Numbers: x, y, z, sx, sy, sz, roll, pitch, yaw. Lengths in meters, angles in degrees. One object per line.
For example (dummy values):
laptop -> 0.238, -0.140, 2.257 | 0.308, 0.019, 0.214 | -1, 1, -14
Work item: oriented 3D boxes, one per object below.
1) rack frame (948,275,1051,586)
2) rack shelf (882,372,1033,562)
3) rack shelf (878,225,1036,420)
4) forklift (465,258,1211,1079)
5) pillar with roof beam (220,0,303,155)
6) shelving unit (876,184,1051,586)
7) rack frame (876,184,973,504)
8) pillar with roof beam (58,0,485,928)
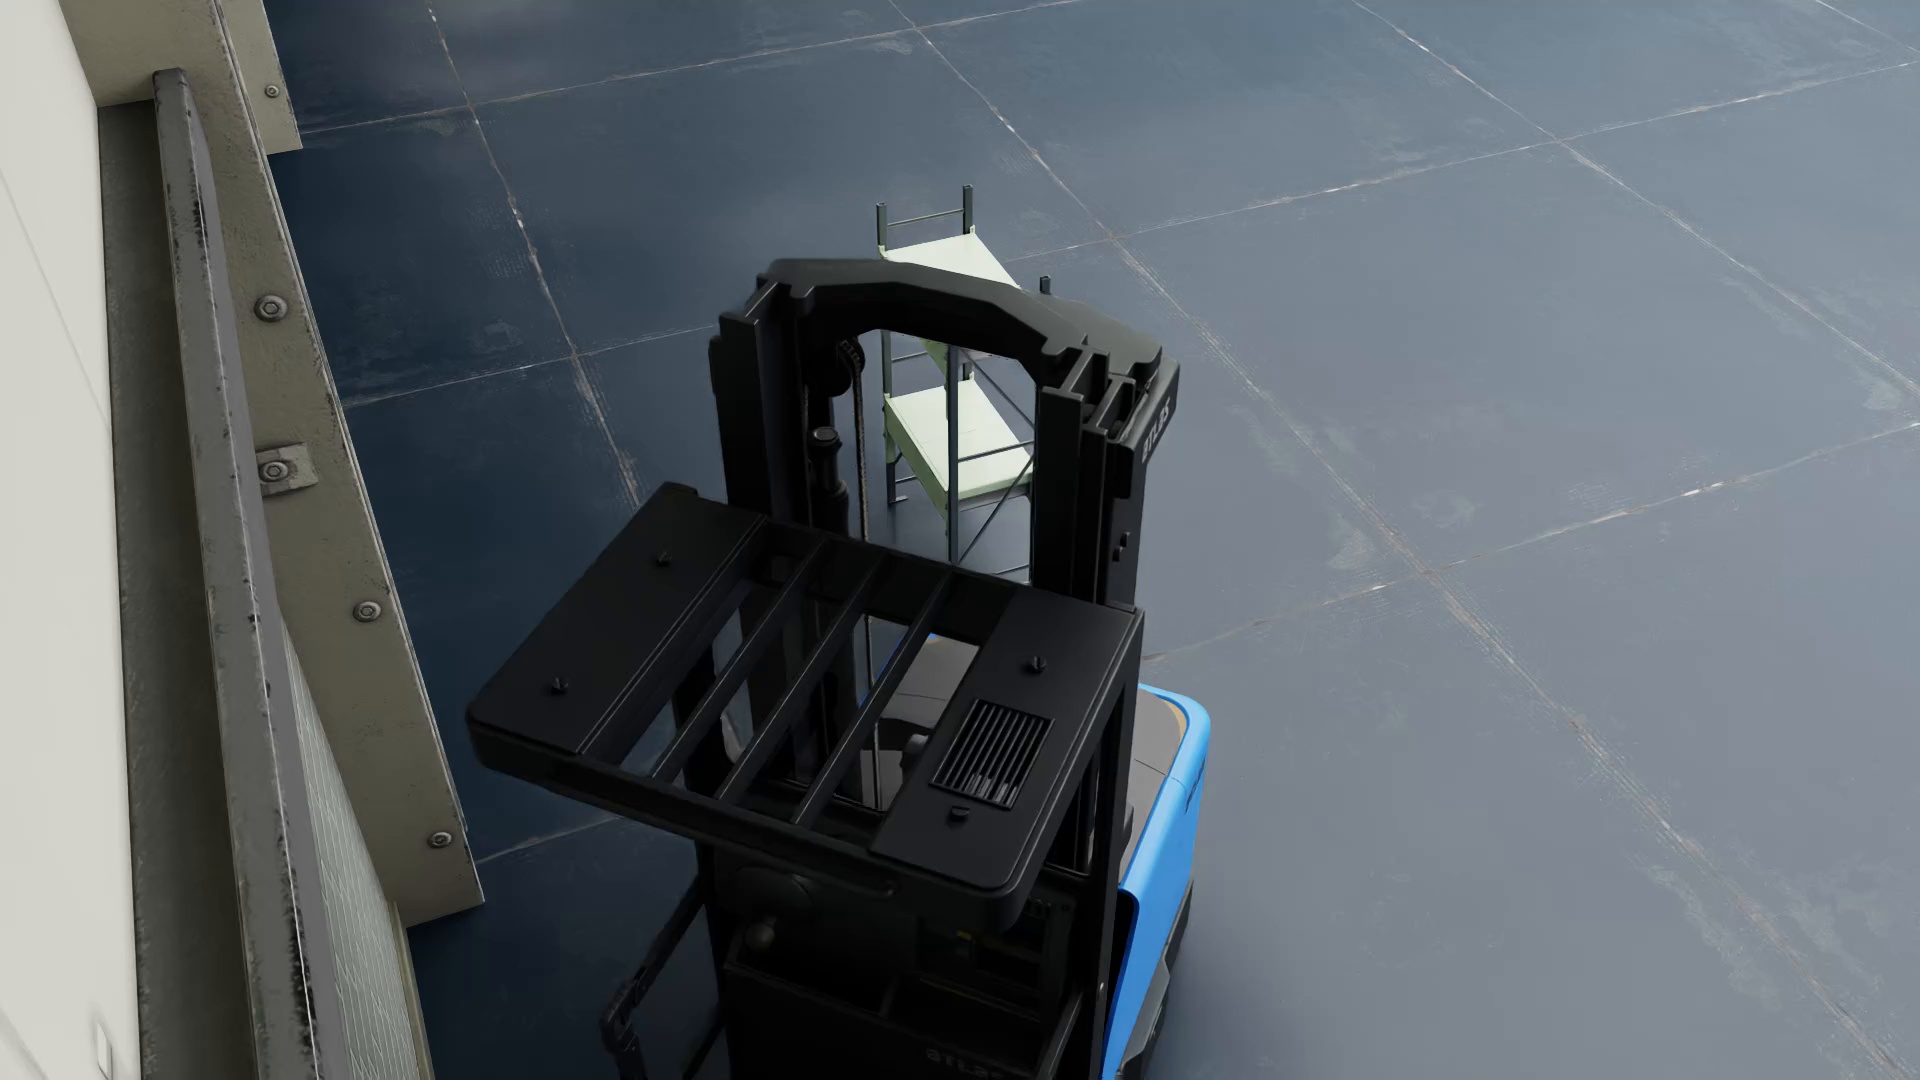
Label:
rack frame -> 0.143, -0.344, 6.500 | 0.400, 1.500, 0.023 | -15, 43, -17
rack shelf -> 0.003, -0.317, 6.969 | 0.431, 0.370, 0.720 | -15, 43, -17
rack shelf -> 0.003, -0.861, 6.502 | 0.431, 0.370, 0.720 | -15, 43, -17
forklift -> -0.251, 0.965, 3.879 | 1.130, 2.935, 3.031 | 15, 43, 17
pillar with roof beam -> -0.188, -6.919, 8.394 | 9.100, 9.000, 0.400 | -15, 43, -17
shelving unit -> 0.003, -0.565, 6.756 | 0.431, 1.500, 0.755 | -15, 43, -17
rack frame -> -0.137, -0.785, 7.013 | 0.400, 1.500, 0.023 | -15, 43, -17
pillar with roof beam -> 2.107, -3.305, 4.191 | 9.100, 9.000, 0.400 | -15, 43, -17
